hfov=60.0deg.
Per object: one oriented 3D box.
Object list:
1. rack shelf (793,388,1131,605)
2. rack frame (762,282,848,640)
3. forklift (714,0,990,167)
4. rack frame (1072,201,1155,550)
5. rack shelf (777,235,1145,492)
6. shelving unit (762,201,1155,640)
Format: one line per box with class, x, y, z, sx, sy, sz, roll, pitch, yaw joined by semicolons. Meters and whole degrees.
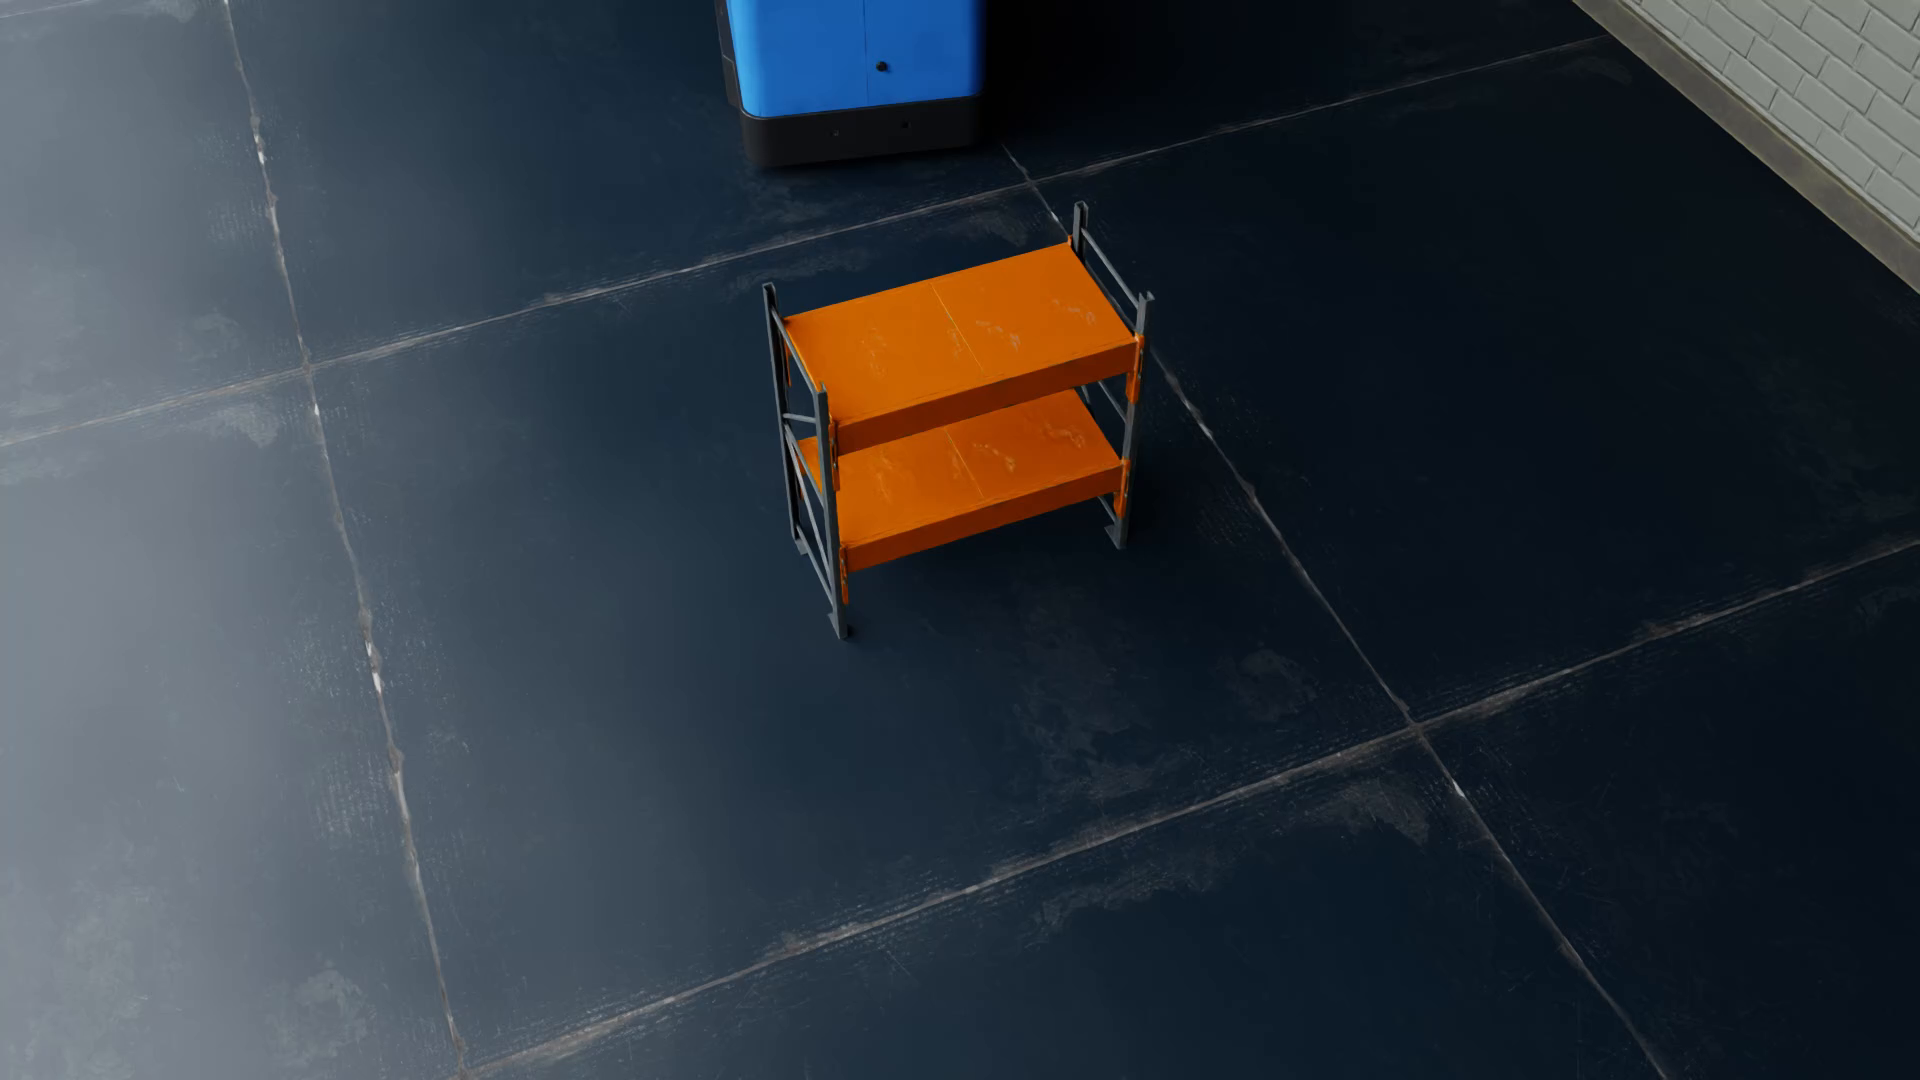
rack shelf;-0.006;-0.205;5.507;1.000;0.278;0.538;-17;52;-14
rack frame;-0.477;-0.219;5.196;0.032;1.125;0.500;-17;52;-14
forklift;-0.643;-3.666;6.966;1.130;2.935;3.031;-8;50;-7
rack frame;0.464;-0.510;5.447;0.032;1.125;0.500;-17;52;-14
rack shelf;-0.006;-0.555;5.100;1.000;0.278;0.538;-17;52;-14
shelving unit;-0.006;-0.365;5.322;1.048;1.125;0.538;-17;52;-14
